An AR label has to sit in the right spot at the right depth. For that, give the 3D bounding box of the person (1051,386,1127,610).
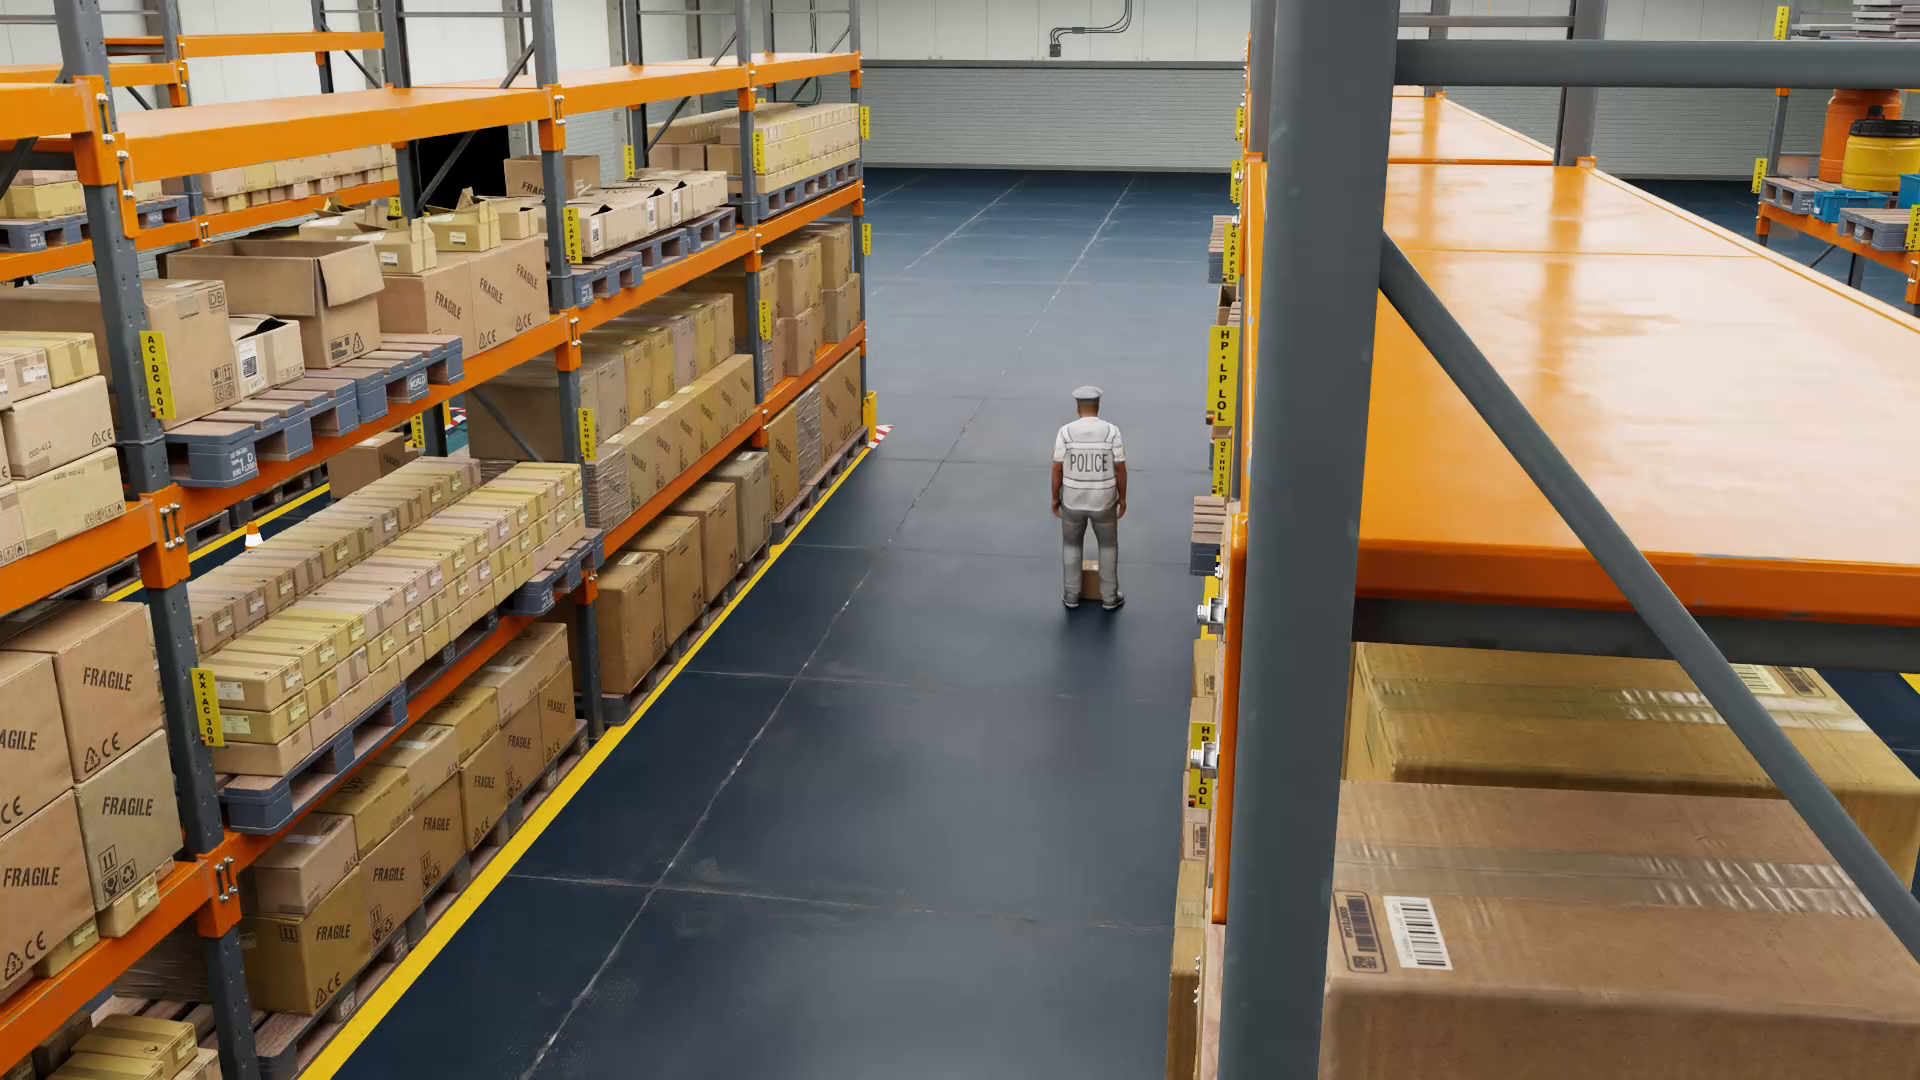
[{"bbox_3d":[1.013,-0.310,13.010,0.603,1.747,0.447,2,18,5],"label":"person"}]
